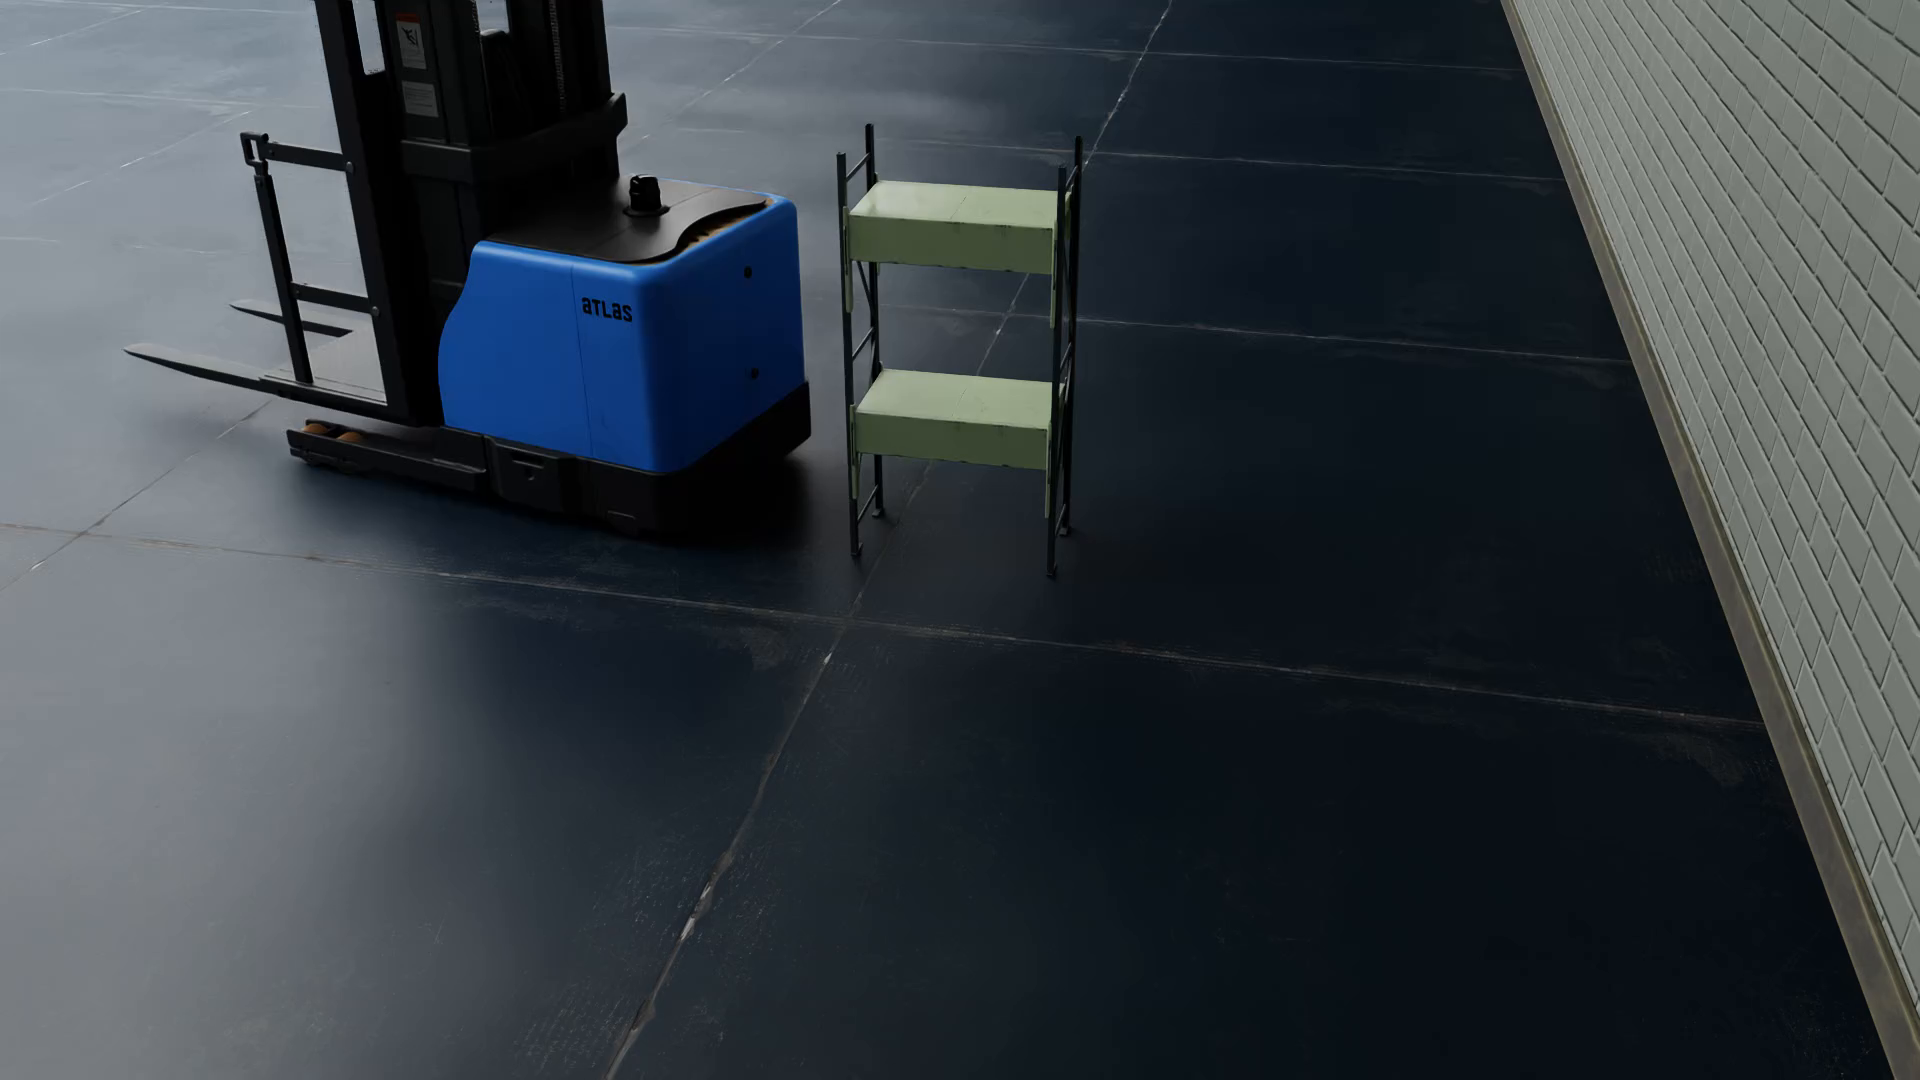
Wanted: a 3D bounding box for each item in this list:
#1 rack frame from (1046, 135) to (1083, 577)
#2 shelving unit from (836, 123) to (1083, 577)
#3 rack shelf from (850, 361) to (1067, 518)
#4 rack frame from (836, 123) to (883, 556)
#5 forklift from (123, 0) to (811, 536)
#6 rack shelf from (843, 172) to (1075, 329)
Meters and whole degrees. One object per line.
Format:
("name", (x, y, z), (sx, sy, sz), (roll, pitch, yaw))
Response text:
("rack frame", (0.364, -0.620, 5.822), (0.023, 1.500, 0.400), (6, 29, 11))
("shelving unit", (0.007, -0.657, 5.889), (0.755, 1.500, 0.431), (6, 29, 11))
("rack shelf", (0.007, -0.371, 6.045), (0.720, 0.370, 0.431), (6, 29, 11))
("rack frame", (-0.351, -0.694, 5.956), (0.023, 1.500, 0.400), (6, 29, 11))
("forklift", (-2.177, -1.768, 6.427), (3.031, 2.935, 1.130), (13, 31, 22))
("rack shelf", (0.007, -1.000, 5.701), (0.720, 0.370, 0.431), (6, 29, 11))
